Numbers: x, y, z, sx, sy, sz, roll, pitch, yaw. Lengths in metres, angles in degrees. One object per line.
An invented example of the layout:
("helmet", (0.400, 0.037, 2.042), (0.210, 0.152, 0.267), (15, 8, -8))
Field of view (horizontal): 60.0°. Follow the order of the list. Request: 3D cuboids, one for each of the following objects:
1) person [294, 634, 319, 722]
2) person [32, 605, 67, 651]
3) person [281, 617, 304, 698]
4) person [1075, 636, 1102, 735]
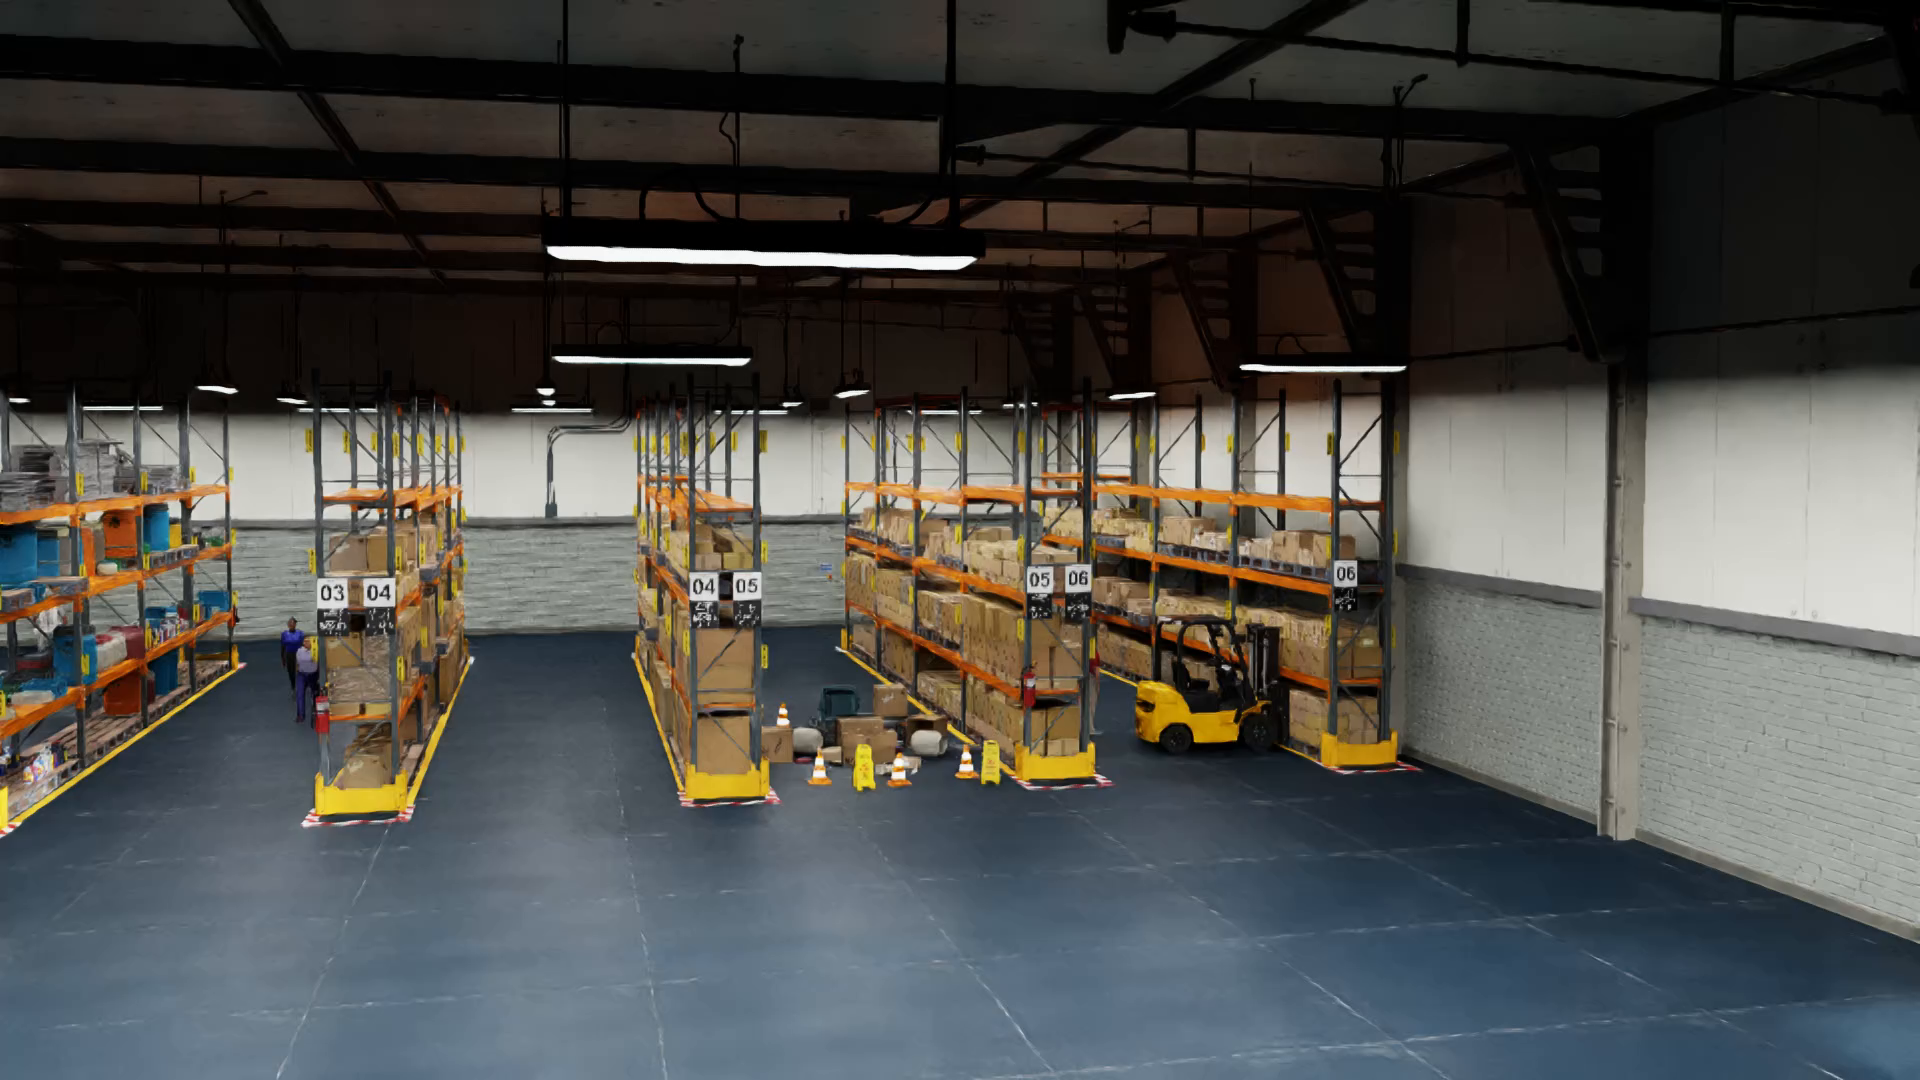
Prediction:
("person", (-11.763, 2.475, 30.082), (0.478, 1.554, 1.093), (-1, 3, -16))
("person", (-20.165, 2.017, 36.832), (0.702, 1.735, 0.549), (-1, 3, -16))
("person", (-13.185, 2.294, 32.867), (0.447, 1.560, 1.087), (-1, 3, -12))
("person", (2.215, 2.467, 28.723), (0.595, 1.737, 0.449), (3, 5, 45))
